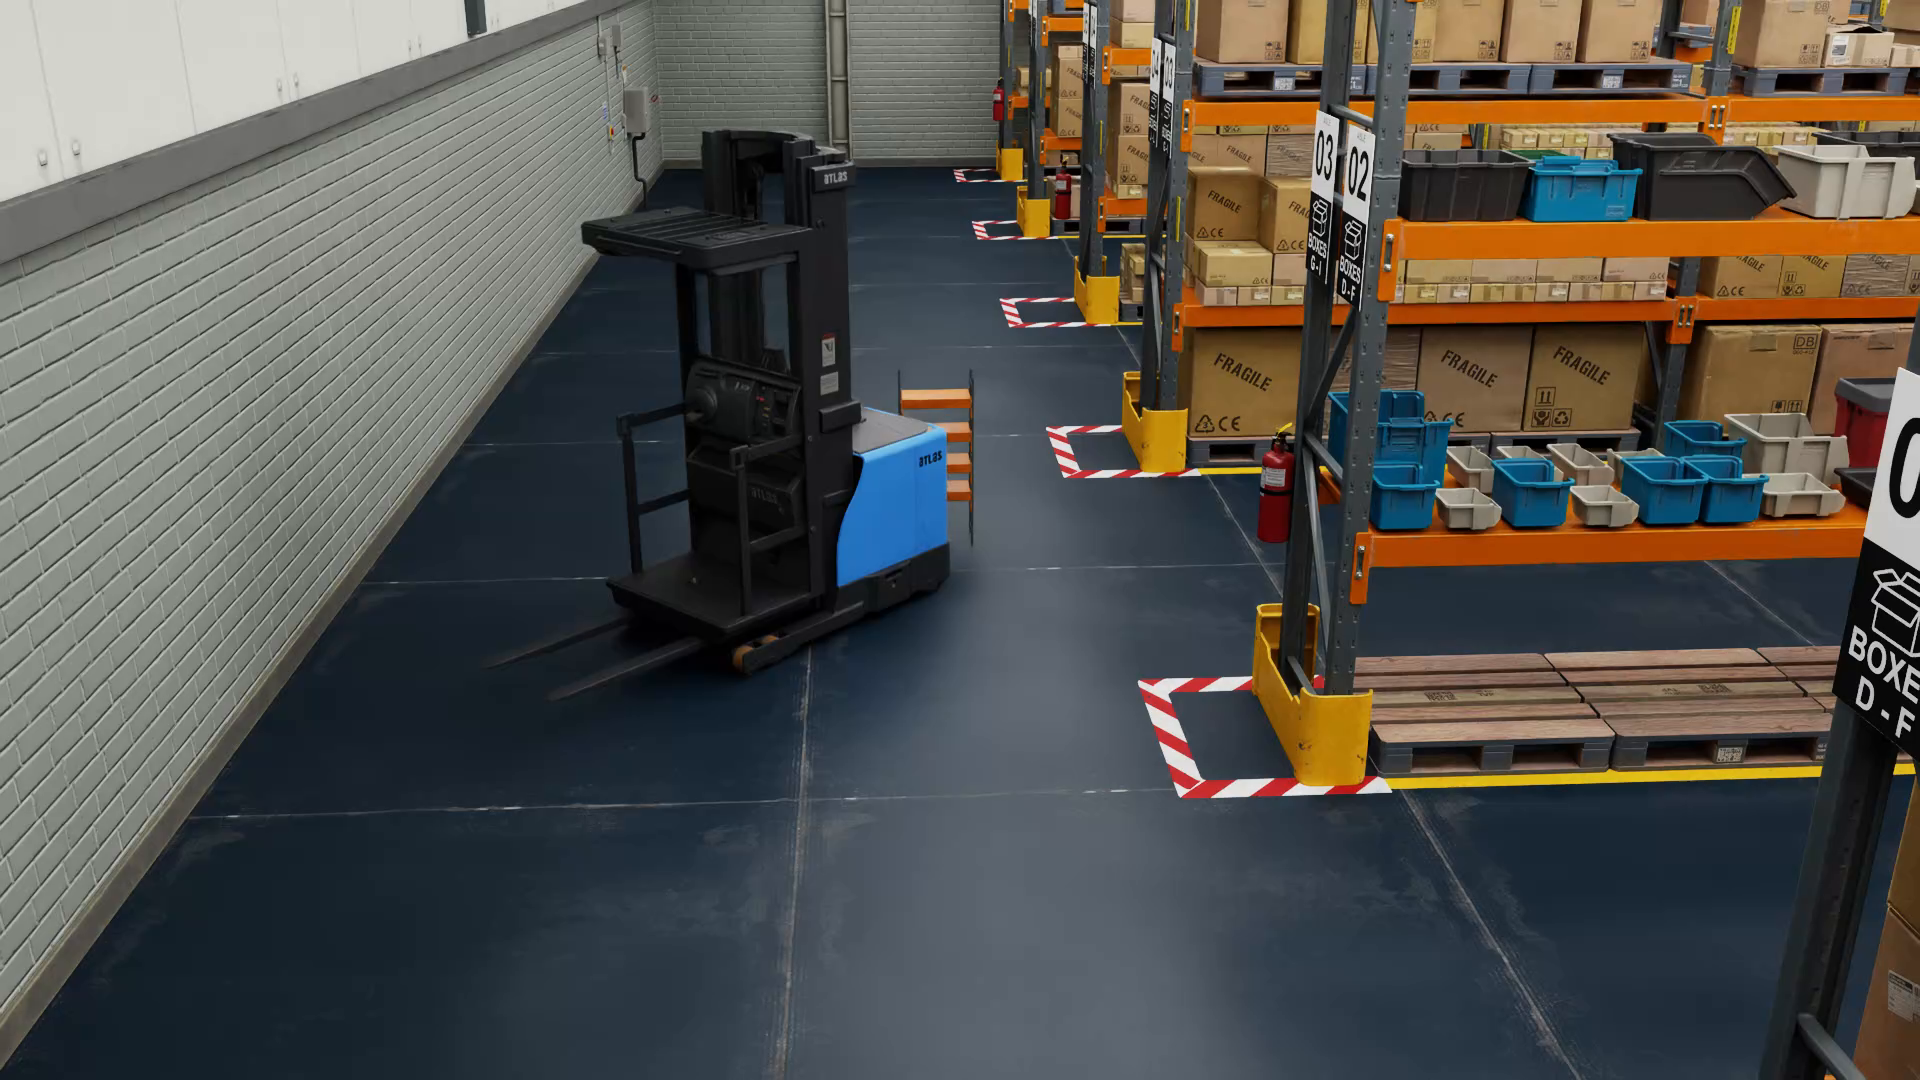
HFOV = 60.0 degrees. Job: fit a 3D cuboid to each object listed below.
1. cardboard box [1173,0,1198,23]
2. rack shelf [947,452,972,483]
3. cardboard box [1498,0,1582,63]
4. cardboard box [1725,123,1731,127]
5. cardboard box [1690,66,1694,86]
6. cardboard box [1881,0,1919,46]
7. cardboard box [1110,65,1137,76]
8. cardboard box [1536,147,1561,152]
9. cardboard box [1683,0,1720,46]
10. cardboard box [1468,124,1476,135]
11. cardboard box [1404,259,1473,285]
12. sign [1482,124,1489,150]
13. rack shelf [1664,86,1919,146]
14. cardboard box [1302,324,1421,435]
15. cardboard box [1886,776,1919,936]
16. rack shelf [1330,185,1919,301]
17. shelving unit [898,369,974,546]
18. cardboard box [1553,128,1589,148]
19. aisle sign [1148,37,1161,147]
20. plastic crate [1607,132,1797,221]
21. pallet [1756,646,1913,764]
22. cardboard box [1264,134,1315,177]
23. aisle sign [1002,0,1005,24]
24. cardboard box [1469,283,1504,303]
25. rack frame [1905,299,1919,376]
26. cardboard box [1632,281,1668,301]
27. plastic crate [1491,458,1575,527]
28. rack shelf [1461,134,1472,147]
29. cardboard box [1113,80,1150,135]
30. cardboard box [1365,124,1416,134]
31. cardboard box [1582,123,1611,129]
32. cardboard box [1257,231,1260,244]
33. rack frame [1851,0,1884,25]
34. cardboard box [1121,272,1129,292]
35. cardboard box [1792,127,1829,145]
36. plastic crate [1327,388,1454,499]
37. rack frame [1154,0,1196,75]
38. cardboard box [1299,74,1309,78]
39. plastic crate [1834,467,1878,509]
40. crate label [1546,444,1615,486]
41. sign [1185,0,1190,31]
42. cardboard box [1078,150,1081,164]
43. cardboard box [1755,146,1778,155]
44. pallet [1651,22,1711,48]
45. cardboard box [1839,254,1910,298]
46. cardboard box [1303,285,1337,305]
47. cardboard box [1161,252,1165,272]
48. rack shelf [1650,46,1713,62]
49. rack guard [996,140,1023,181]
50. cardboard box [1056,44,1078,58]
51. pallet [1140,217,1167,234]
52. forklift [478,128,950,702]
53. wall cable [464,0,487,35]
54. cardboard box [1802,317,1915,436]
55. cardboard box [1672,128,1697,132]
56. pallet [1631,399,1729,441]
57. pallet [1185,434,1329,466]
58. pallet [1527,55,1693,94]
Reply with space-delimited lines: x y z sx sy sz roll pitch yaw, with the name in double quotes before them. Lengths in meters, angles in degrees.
"cardboard box" 2.381 -5.393 16.863 0.500 0.250 0.500 -1 21 -4
"rack shelf" -0.165 -0.495 11.423 0.480 0.148 0.258 -1 21 -3
"cardboard box" 4.268 -3.862 12.463 0.500 0.500 0.700 0 21 0
"cardboard box" 8.144 -4.464 18.057 0.250 0.149 0.380 -2 21 -5
"cardboard box" 9.473 -6.128 22.352 0.500 0.500 0.500 -2 21 -5
"cardboard box" 7.538 -3.896 12.687 0.637 0.503 0.797 -1 21 -4
"cardboard box" 2.034 -6.092 21.861 0.500 0.500 0.500 -2 21 -5
"cardboard box" 6.079 -4.050 17.387 0.250 0.149 0.380 -2 21 -4
"cardboard box" 7.840 -5.386 17.195 0.500 0.500 0.500 -1 21 -3
"cardboard box" 7.000 -5.605 22.339 0.500 0.250 0.500 -1 21 -4
"cardboard box" 3.625 -2.153 12.854 0.500 0.250 0.500 -2 21 -4
"sign" 5.439 -4.193 17.203 0.005 0.325 0.100 -1 21 -3
"rack shelf" 7.579 -3.324 12.930 4.000 0.370 1.077 -1 21 -3
"cardboard box" 3.132 -1.399 13.477 0.875 0.875 0.875 -1 21 -3
"cardboard box" 2.580 0.762 3.857 0.500 0.500 0.500 -1 21 -4
"rack shelf" 3.869 -1.483 8.096 4.000 0.370 1.077 -1 21 -3
"shelving unit" -0.165 -0.557 11.399 0.503 1.200 0.258 -1 21 -3
"cardboard box" 6.354 -4.195 17.350 0.250 0.149 0.380 -1 21 -3
"aisle sign" 1.500 -3.456 12.830 0.004 0.787 0.394 -1 21 -3
"plastic crate" 3.413 -1.683 7.697 0.767 0.338 0.504 -1 21 -3
"pallet" 5.133 0.874 9.029 1.213 0.211 1.003 -1 21 -3
"cardboard box" 3.402 -4.035 17.444 0.500 0.500 0.500 -2 21 -4
"aisle sign" 0.685 -8.529 26.153 0.004 0.787 0.394 -1 21 -3
"cardboard box" 4.014 -1.951 12.883 0.250 0.149 0.380 -1 21 -4
"rack frame" 2.151 -1.421 2.705 0.127 3.000 1.000 -1 21 -3
"cardboard box" 5.297 -1.977 12.952 0.250 0.149 0.380 -1 21 -3
"plastic crate" 2.794 -0.228 8.155 0.300 0.233 0.416 -1 21 -3
"rack shelf" 7.014 -5.442 22.710 4.000 0.370 1.077 -1 21 -3
"cardboard box" 1.870 -4.468 17.177 0.500 0.500 0.500 -1 21 -3
"cardboard box" 4.431 -4.516 17.304 0.500 0.500 0.500 -2 21 -5
"cardboard box" 6.824 -4.435 17.981 0.250 0.149 0.380 -2 21 -5
"cardboard box" 2.564 -2.319 13.290 0.500 0.250 0.500 -2 21 -4
"rack frame" 9.394 -6.866 17.009 0.127 3.000 1.000 -1 21 -3
"cardboard box" 1.921 -2.849 18.304 0.250 0.149 0.380 -1 21 -2
"cardboard box" 8.931 -4.247 17.486 0.250 0.149 0.380 -2 21 -5
"plastic crate" 2.196 -0.494 8.570 0.499 0.435 0.616 -1 21 -3
"rack frame" 1.589 -4.940 11.949 0.127 3.000 1.000 -1 21 -3
"cardboard box" 3.915 -4.697 17.777 0.500 0.500 0.500 -1 21 -2
"plastic crate" 4.763 -0.239 8.336 0.590 0.125 0.437 -1 21 -3
"crate label" 3.243 -0.377 8.683 0.243 0.136 0.396 -1 21 -3
"sign" 1.615 -3.786 11.795 0.005 0.325 0.100 -1 21 -3
"cardboard box" 2.208 -6.430 27.217 0.500 0.500 0.700 0 21 -1
"cardboard box" 8.398 -4.096 17.510 0.250 0.149 0.380 -1 21 -2
"pallet" 7.058 -5.292 17.354 1.003 0.211 1.213 -1 21 -3
"cardboard box" 7.058 -2.205 13.057 0.500 0.500 0.500 -2 21 -4
"cardboard box" 2.734 -1.925 12.816 0.250 0.149 0.380 -1 21 -4
"cardboard box" 2.218 -2.980 17.814 0.250 0.149 0.380 -1 21 -2
"rack shelf" 7.397 -5.088 17.564 4.000 0.370 1.077 -1 21 -3
"rack guard" 0.812 -6.253 27.342 0.348 0.500 1.175 -1 21 -3
"cardboard box" 1.394 -6.383 21.712 0.250 0.149 0.380 -1 21 -2
"pallet" 3.032 -4.421 22.936 1.213 0.211 1.003 -1 21 -3
"forklift" -1.414 -0.795 9.590 1.130 2.935 3.031 17 27 38
"wall cable" -4.253 -7.553 14.290 0.120 5.999 2.277 -1 21 -3
"cardboard box" 7.113 -1.459 13.634 0.875 0.875 1.225 -2 21 -5
"cardboard box" 7.640 -4.221 17.419 0.250 0.149 0.380 0 21 0
"pallet" 6.349 -0.957 13.837 1.213 0.211 1.003 -1 21 -3
"pallet" 2.383 -0.877 13.628 1.213 0.211 1.003 -1 21 -3
"pallet" 4.765 -3.565 12.678 1.213 0.211 1.003 -1 21 -3
